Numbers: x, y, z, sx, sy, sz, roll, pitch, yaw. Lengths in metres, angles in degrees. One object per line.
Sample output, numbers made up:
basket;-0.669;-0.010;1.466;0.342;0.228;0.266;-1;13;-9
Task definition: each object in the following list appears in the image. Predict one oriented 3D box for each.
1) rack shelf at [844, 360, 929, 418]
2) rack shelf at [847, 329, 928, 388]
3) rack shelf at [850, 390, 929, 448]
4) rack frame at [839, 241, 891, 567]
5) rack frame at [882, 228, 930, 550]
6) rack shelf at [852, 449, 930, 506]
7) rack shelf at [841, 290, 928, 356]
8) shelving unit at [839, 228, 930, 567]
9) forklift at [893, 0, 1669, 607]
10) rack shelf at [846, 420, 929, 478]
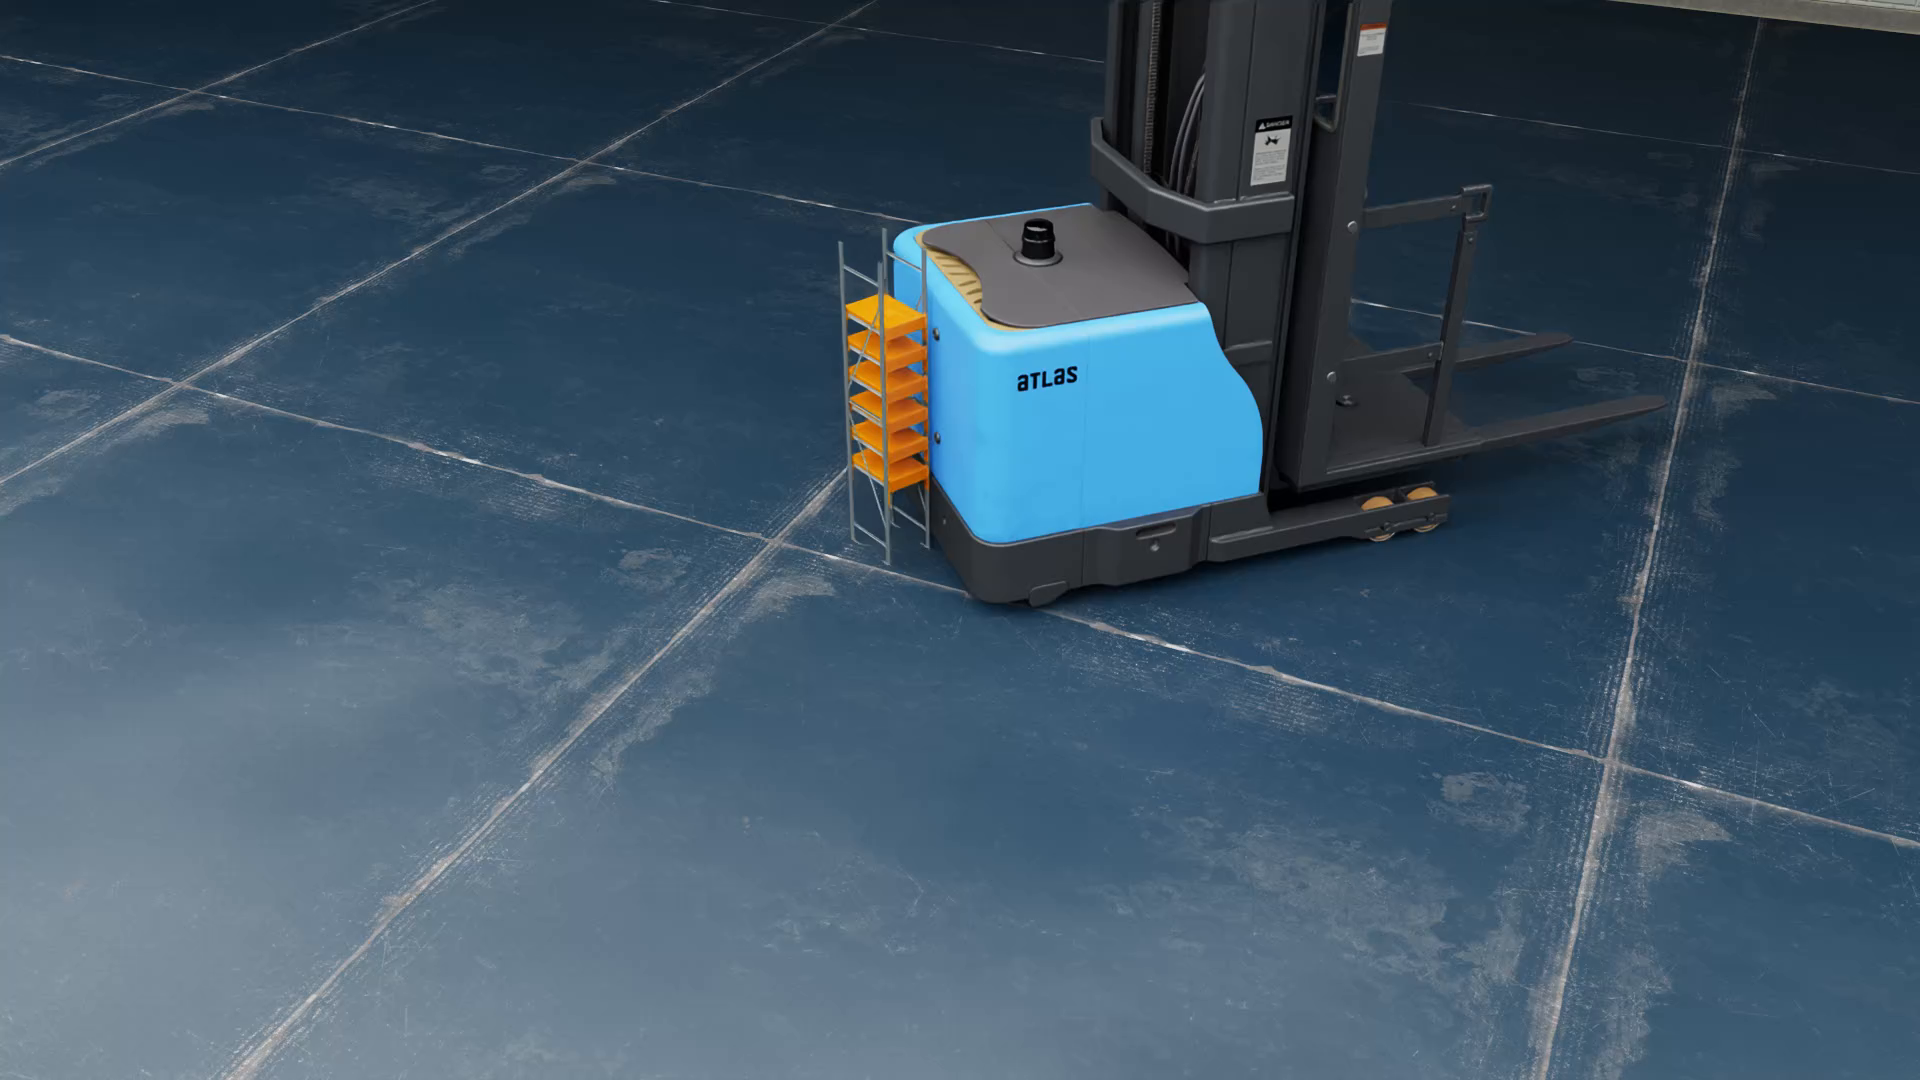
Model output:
rack shelf;-0.260;-0.547;5.853;0.180;0.103;0.258;-24;40;-32
rack shelf;-0.260;-0.648;5.787;0.180;0.103;0.258;-24;40;-32
rack shelf;-0.260;-0.447;5.919;0.180;0.103;0.258;-24;40;-32
rack frame;-0.331;-0.453;5.846;0.006;1.200;0.240;-24;40;-32
rack frame;-0.189;-0.516;5.942;0.006;1.200;0.240;-24;40;-32
rack shelf;-0.260;-0.246;6.050;0.180;0.103;0.258;-24;40;-32
rack shelf;-0.260;-0.748;5.721;0.180;0.103;0.258;-24;40;-32
shelving unit;-0.260;-0.484;5.894;0.189;1.200;0.258;-24;40;-32
forklift;1.317;-1.481;5.836;3.031;2.935;1.130;-11;35;-17
rack shelf;-0.260;-0.347;5.984;0.180;0.103;0.258;-24;40;-32
